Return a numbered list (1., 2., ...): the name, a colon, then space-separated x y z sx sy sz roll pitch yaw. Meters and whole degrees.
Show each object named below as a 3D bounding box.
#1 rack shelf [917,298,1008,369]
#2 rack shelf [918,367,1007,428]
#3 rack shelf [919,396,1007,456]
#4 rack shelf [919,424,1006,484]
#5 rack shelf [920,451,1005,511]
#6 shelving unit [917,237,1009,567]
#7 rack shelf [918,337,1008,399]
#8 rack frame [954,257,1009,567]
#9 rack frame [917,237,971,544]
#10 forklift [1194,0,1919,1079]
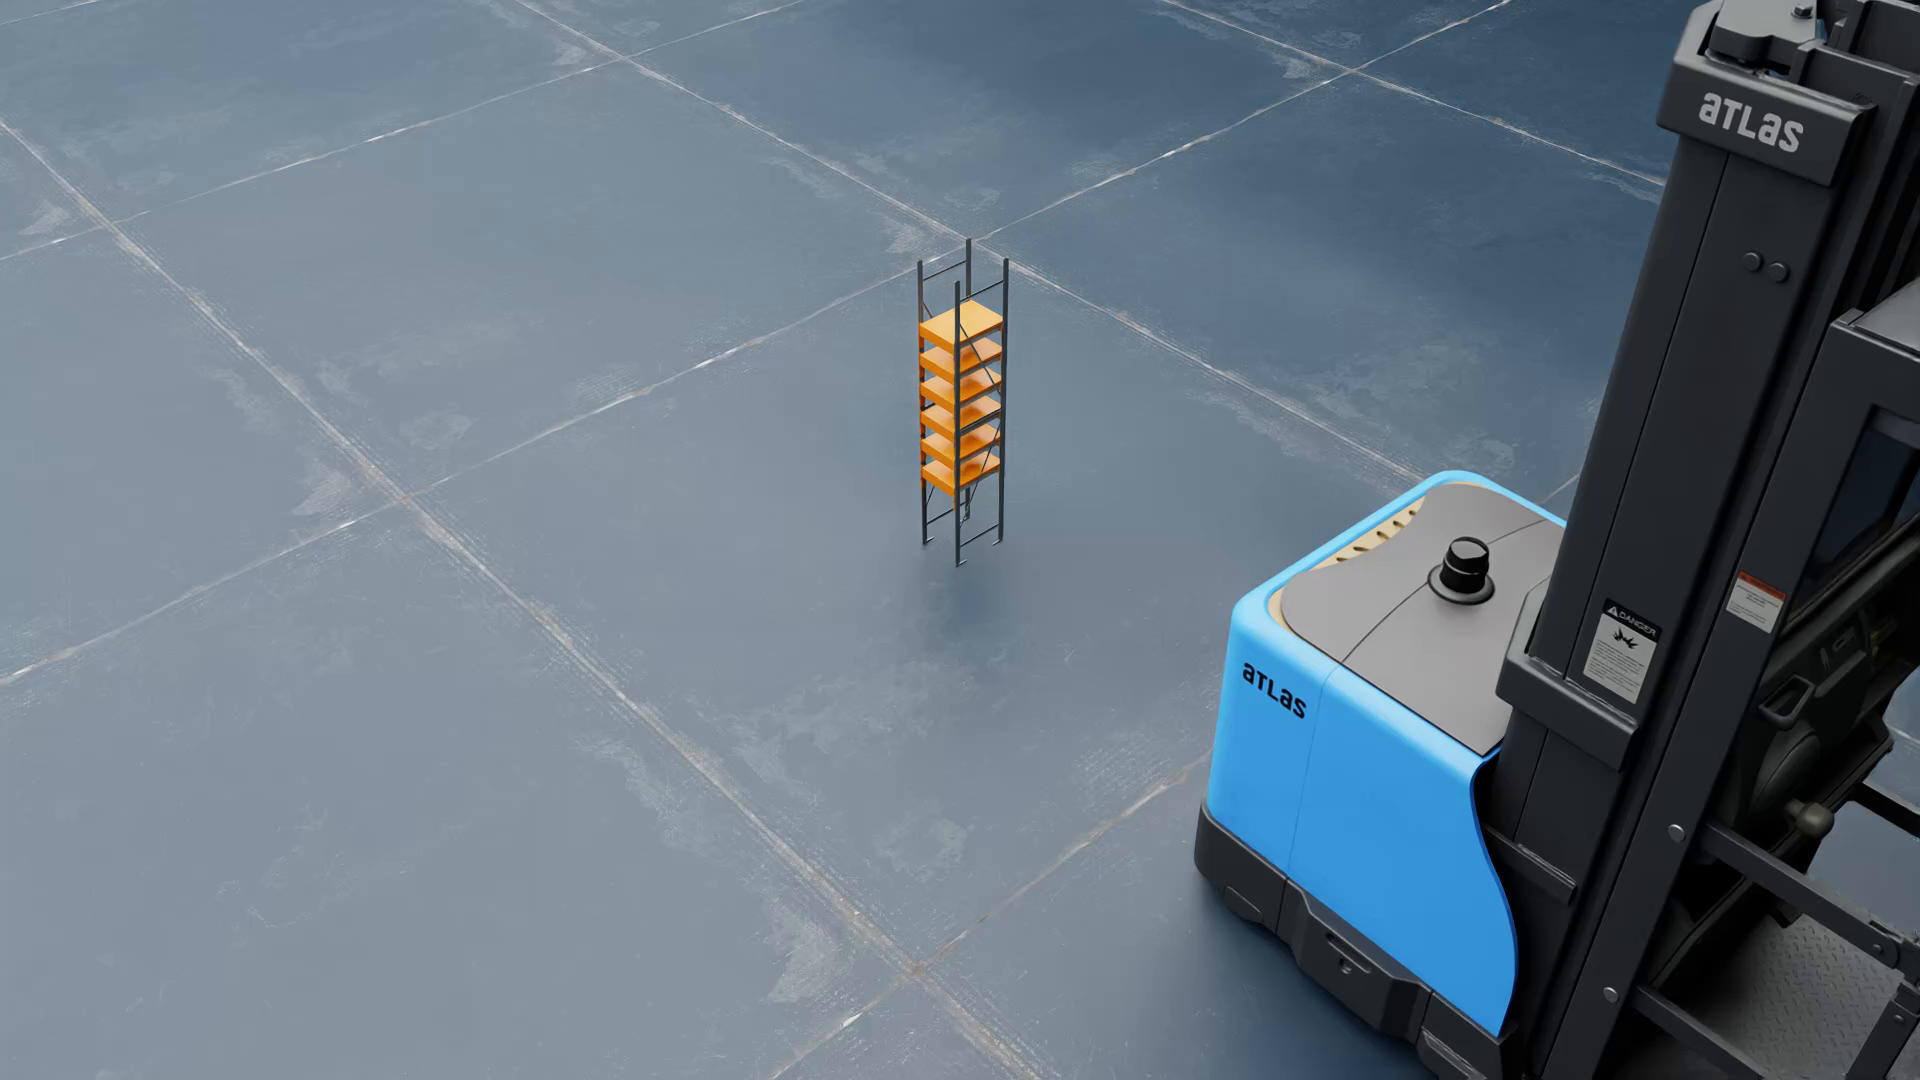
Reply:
1. rack shelf: 0.010 -0.706 5.666 0.258 0.103 0.180 -30 48 -32
2. rack shelf: 0.010 -0.519 5.817 0.258 0.103 0.180 -30 48 -32
3. rack shelf: 0.010 -0.426 5.893 0.258 0.103 0.180 -30 48 -32
4. rack shelf: 0.010 -0.332 5.968 0.258 0.103 0.180 -30 48 -32
5. rack shelf: 0.010 -0.239 6.043 0.258 0.103 0.180 -30 48 -32
6. shelving unit: 0.010 -0.460 5.865 0.258 1.200 0.189 -30 48 -32
7. rack shelf: 0.010 -0.612 5.742 0.258 0.103 0.180 -30 48 -32
8. rack frame: 0.072 -0.418 5.812 0.240 1.200 0.006 -30 48 -32
9. rack frame: -0.052 -0.502 5.917 0.240 1.200 0.006 -30 48 -32
10. forklift: 2.039 0.366 3.464 1.130 2.935 3.031 -28 47 -31
